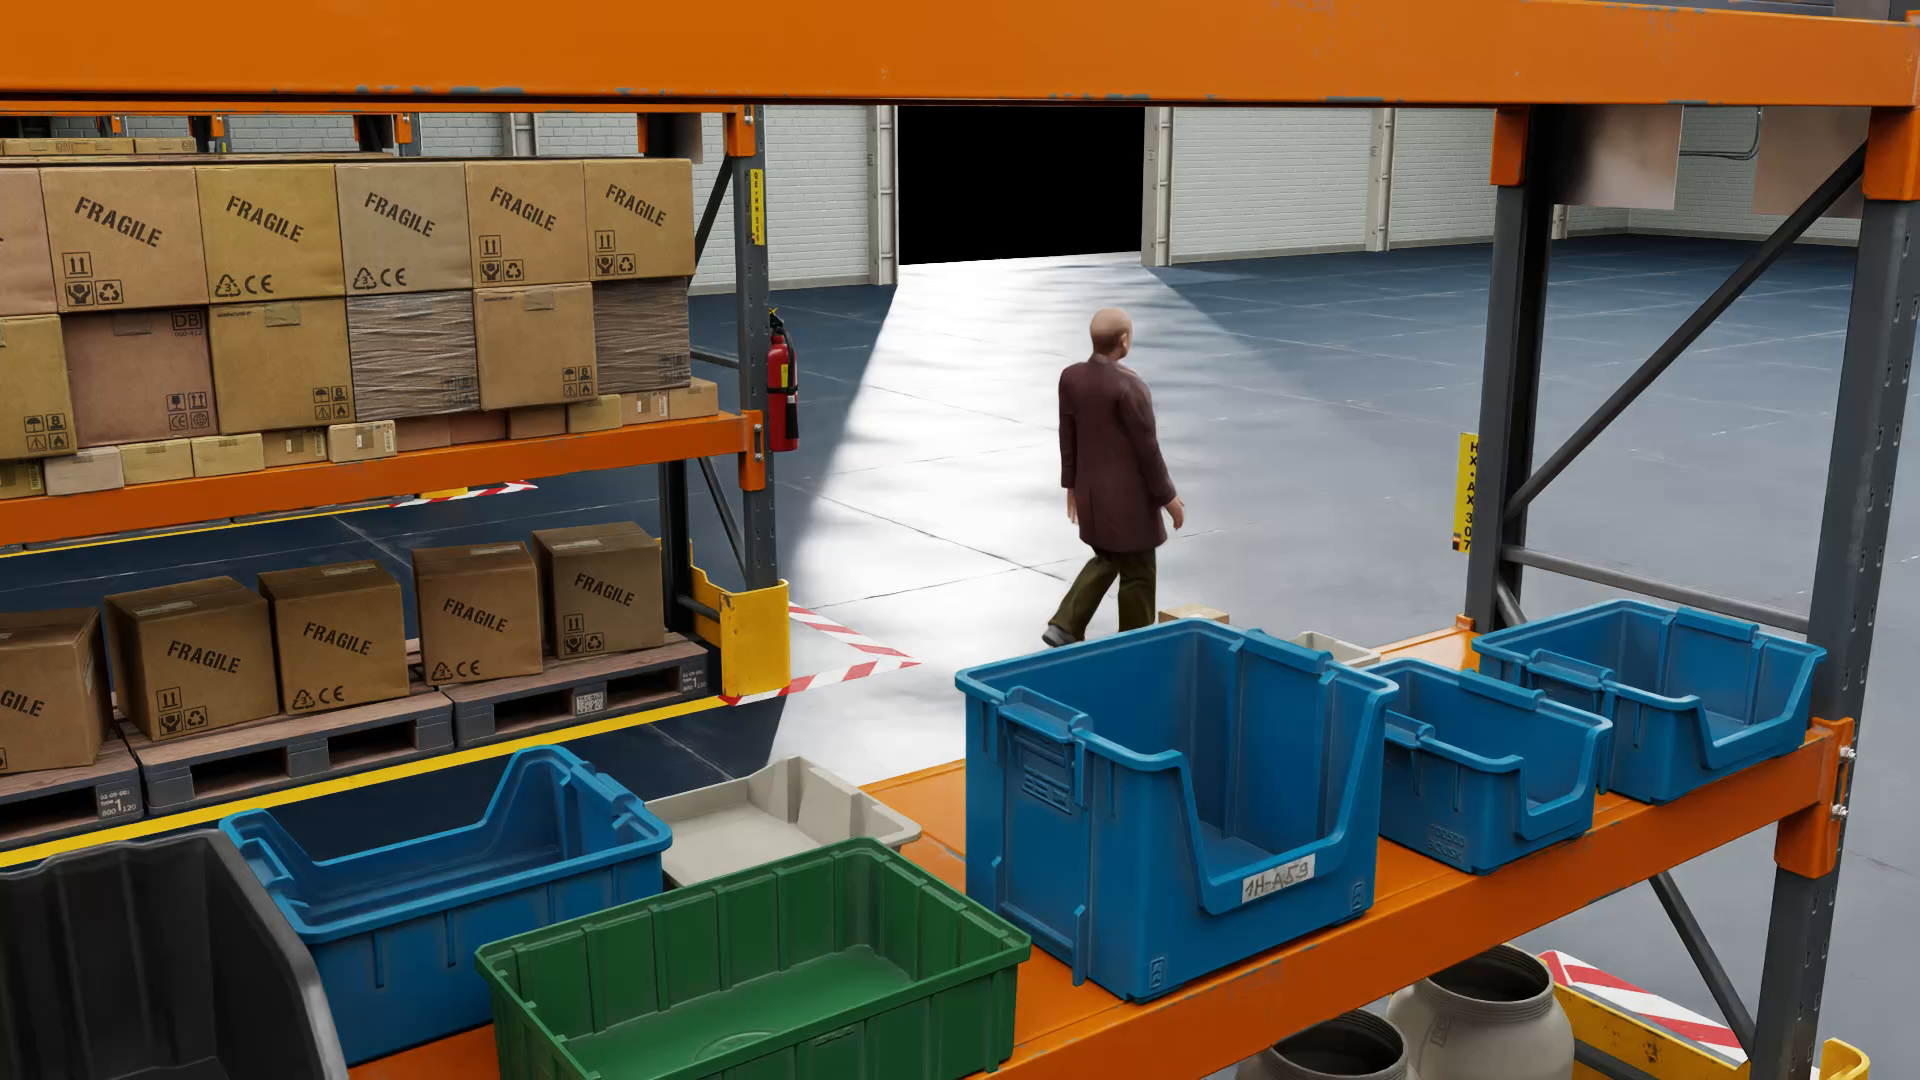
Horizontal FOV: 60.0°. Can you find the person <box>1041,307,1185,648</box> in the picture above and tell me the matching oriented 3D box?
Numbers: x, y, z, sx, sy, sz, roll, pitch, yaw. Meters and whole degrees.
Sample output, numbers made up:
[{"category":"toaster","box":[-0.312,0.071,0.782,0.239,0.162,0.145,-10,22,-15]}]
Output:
[{"category":"person","box":[0.749,-0.208,7.775,0.680,1.770,0.608,-10,18,-36]}]
